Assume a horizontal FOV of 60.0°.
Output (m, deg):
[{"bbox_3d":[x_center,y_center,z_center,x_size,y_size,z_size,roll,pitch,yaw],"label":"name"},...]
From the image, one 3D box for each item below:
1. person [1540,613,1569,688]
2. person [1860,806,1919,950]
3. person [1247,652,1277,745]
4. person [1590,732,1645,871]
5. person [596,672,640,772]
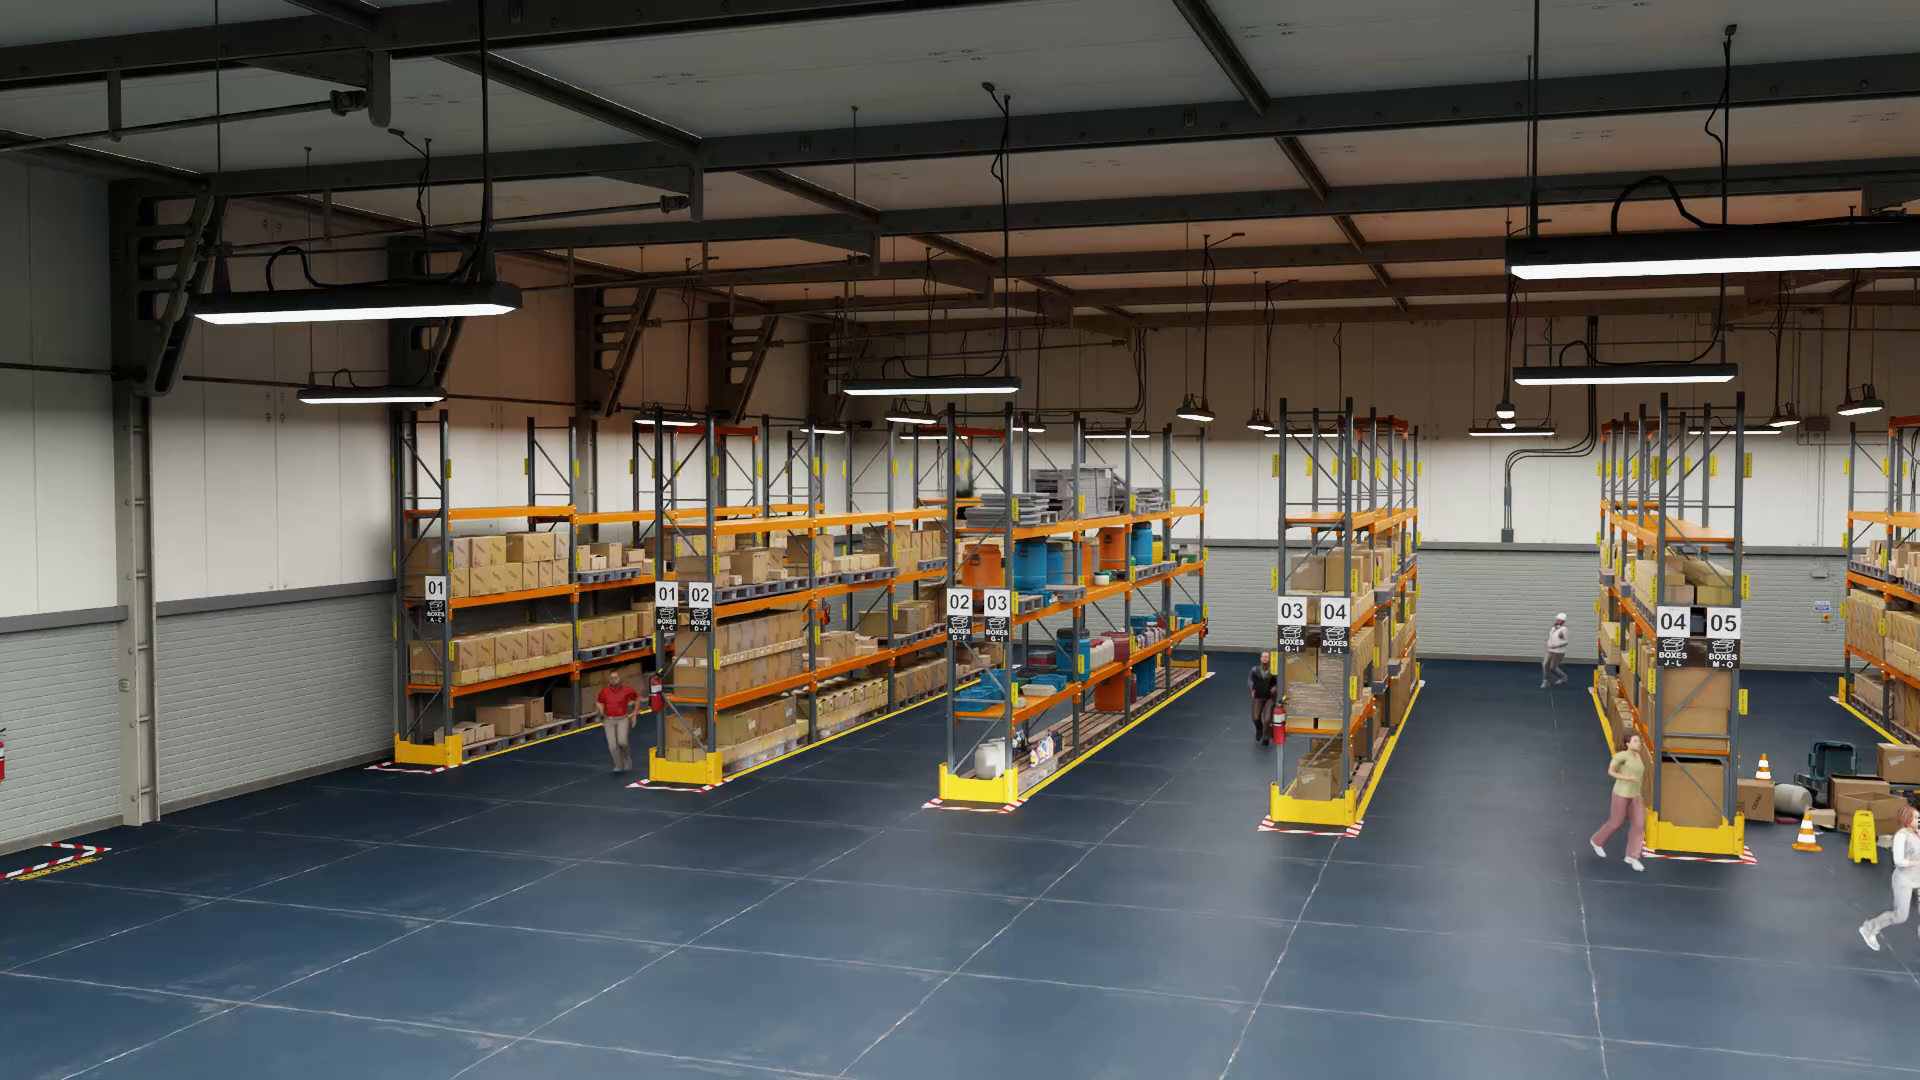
[{"bbox_3d":[13.647,2.540,37.907,0.657,1.764,0.679,-1,3,-15],"label":"person"},{"bbox_3d":[9.560,3.478,16.774,0.544,1.571,0.879,-1,3,-29],"label":"person"},{"bbox_3d":[5.499,2.868,30.058,0.654,1.673,0.590,1,3,17],"label":"person"},{"bbox_3d":[8.438,3.265,21.083,0.584,1.686,0.856,-1,3,-22],"label":"person"},{"bbox_3d":[-5.619,2.986,27.203,0.689,1.658,0.674,0,2,3],"label":"person"}]
